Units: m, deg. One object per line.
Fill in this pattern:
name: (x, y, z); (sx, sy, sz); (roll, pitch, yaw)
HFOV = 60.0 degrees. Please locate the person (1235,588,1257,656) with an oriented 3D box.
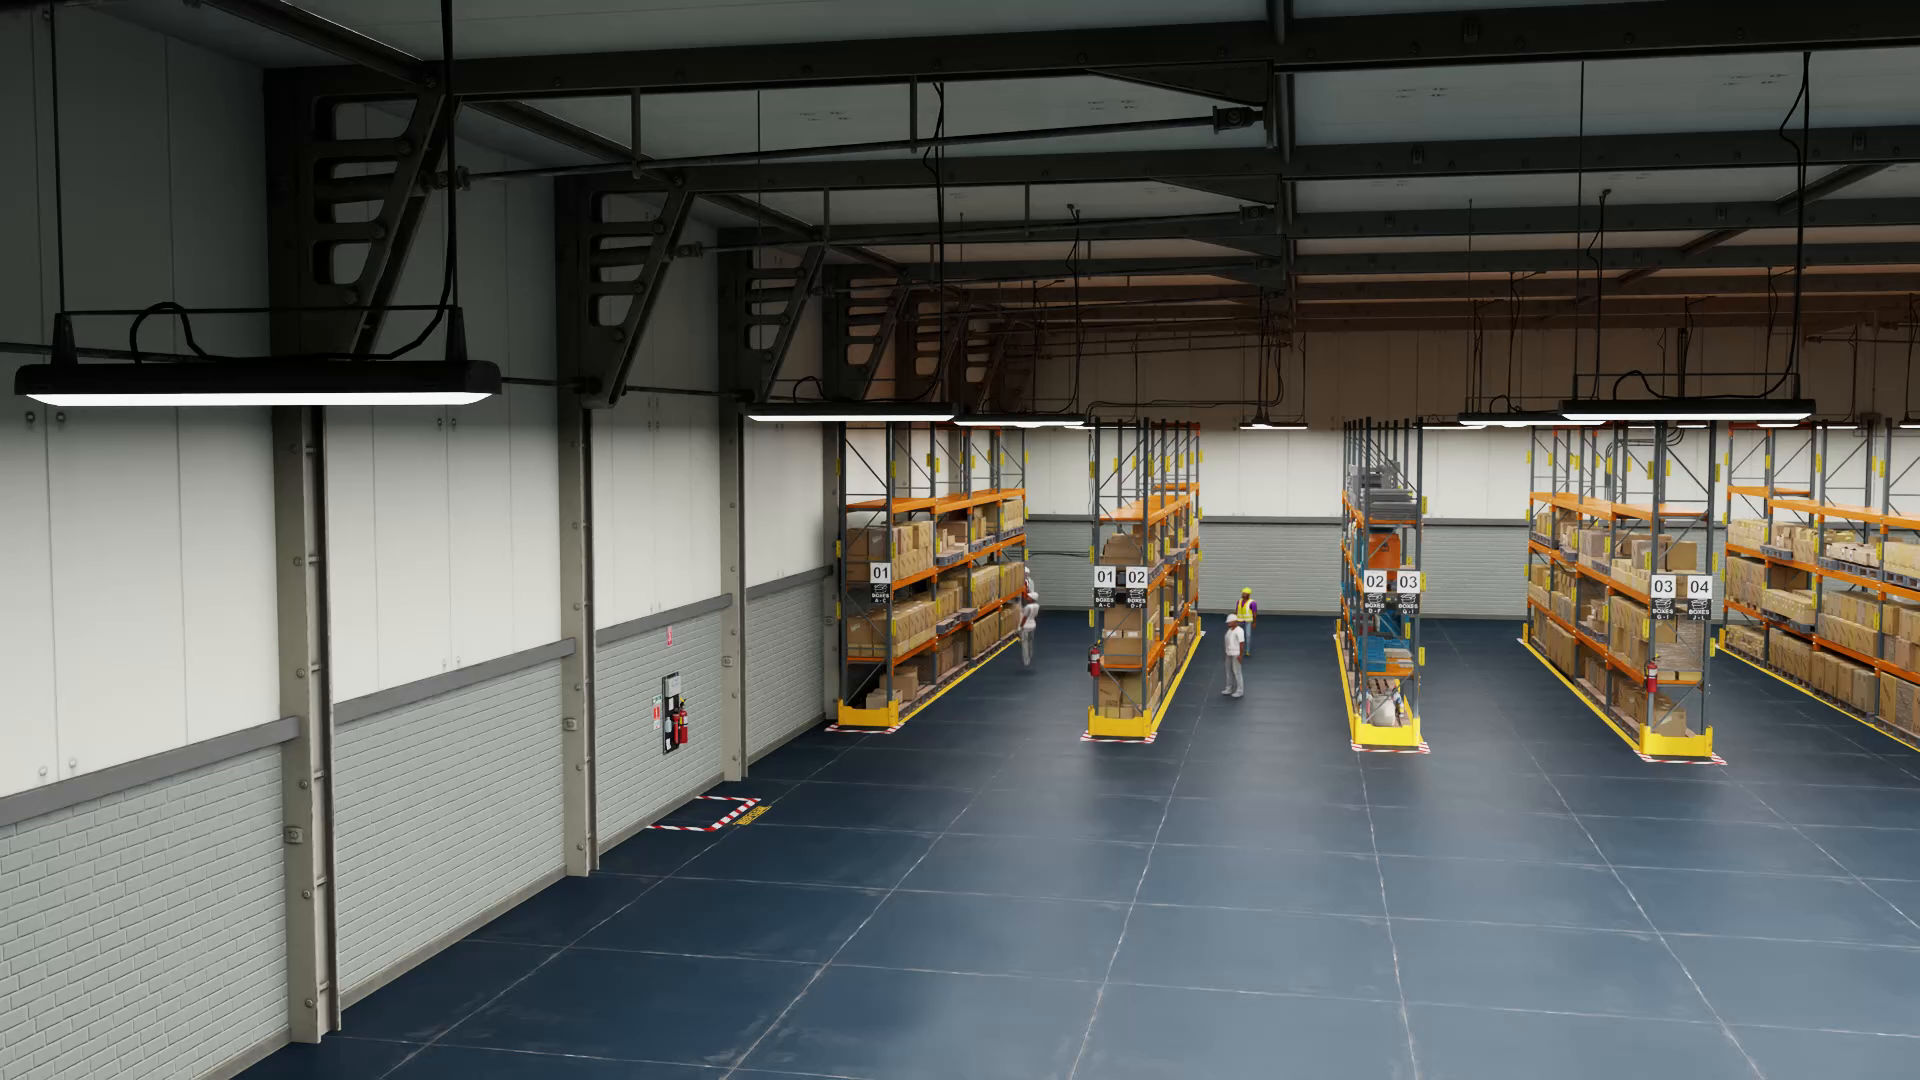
person: (7.313, 2.083, 42.691); (0.618, 1.722, 0.856); (1, 4, 10)

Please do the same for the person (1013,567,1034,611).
person: (1.888, 1.681, 48.948); (0.618, 1.740, 0.906); (-1, 4, -16)

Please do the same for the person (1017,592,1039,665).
person: (1.579, 2.122, 40.142); (0.582, 1.756, 0.676); (-3, 5, -41)

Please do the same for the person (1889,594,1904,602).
person: (25.207, 1.933, 44.738); (0.803, 1.757, 0.615); (0, 4, 8)

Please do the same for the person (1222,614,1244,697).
person: (5.923, 2.490, 36.146); (0.414, 1.769, 0.630); (-1, 4, -21)
